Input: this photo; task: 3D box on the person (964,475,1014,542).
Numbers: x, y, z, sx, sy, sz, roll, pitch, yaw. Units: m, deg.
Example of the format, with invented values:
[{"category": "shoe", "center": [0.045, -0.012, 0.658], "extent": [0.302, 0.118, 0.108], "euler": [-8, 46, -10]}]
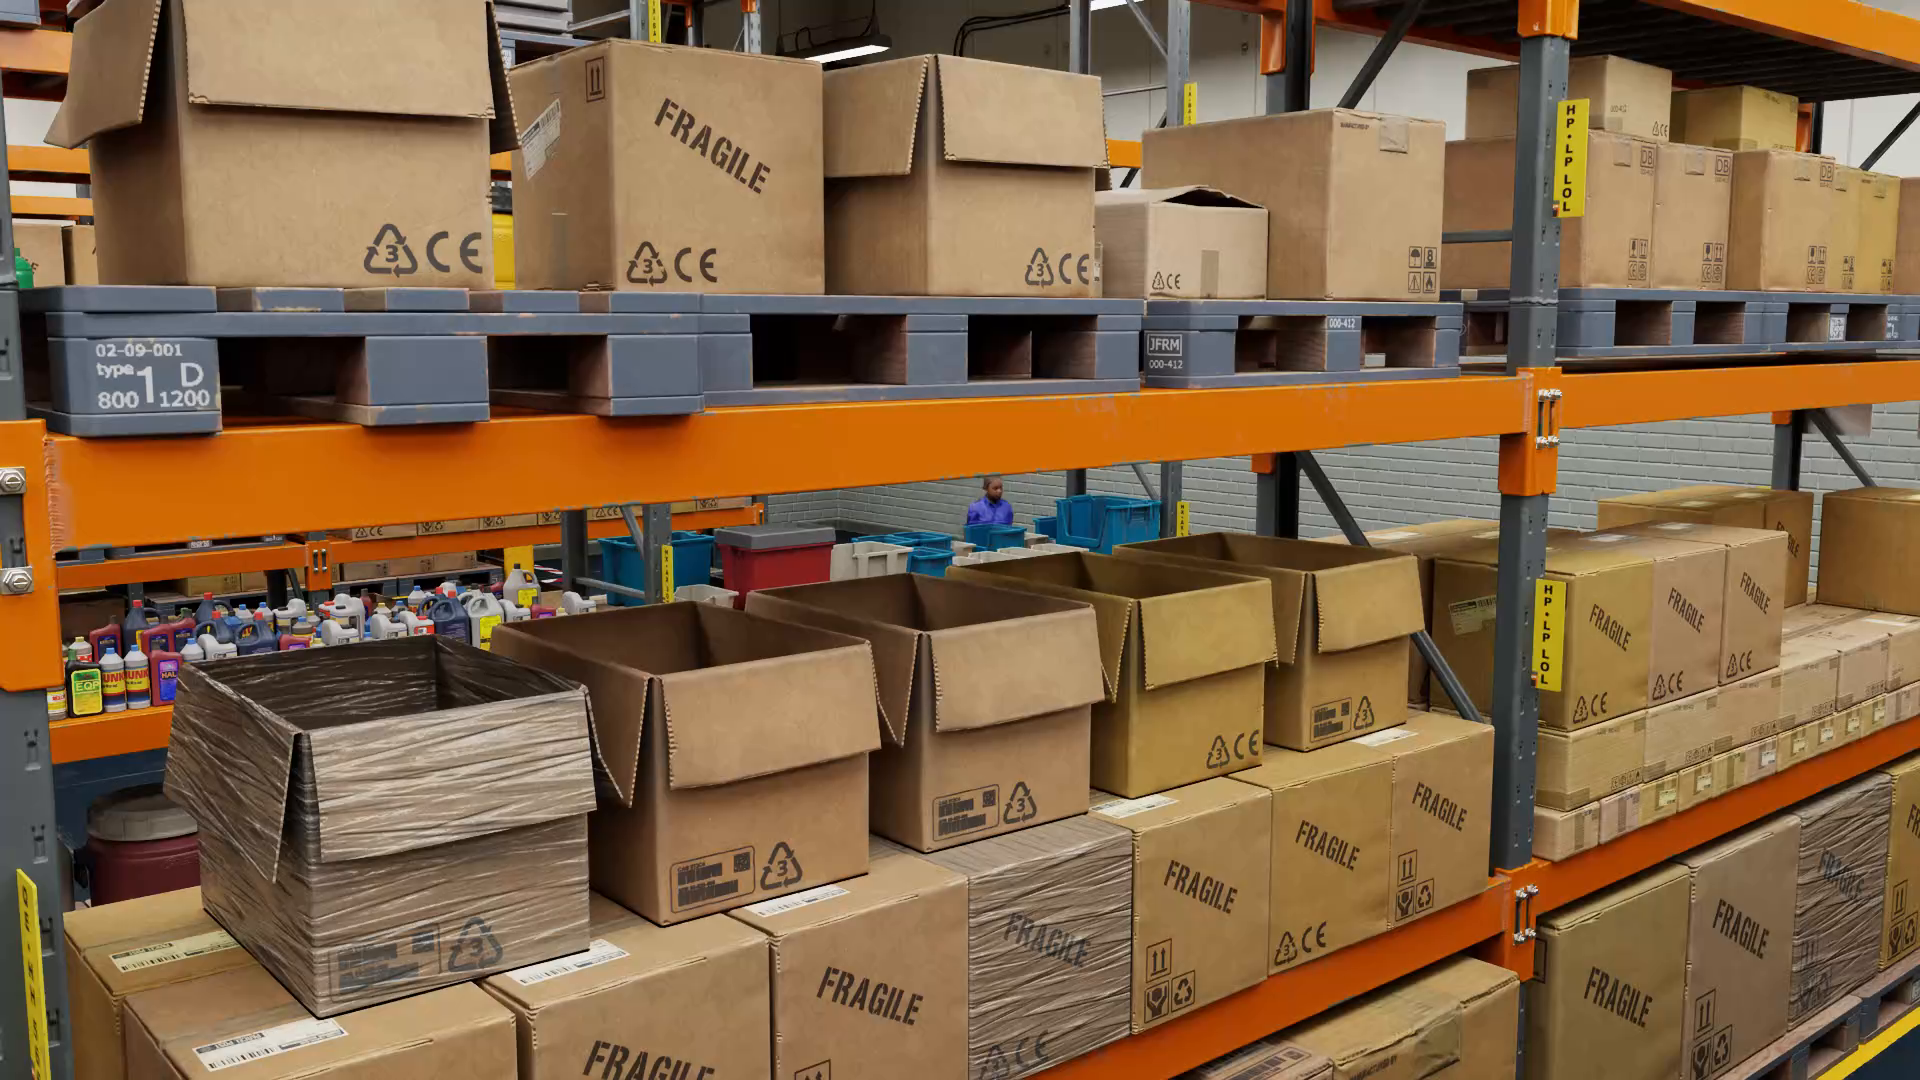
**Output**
[{"category": "person", "center": [0.271, 0.165, 15.184], "extent": [0.465, 1.584, 1.065], "euler": [-4, 8, -26]}]
